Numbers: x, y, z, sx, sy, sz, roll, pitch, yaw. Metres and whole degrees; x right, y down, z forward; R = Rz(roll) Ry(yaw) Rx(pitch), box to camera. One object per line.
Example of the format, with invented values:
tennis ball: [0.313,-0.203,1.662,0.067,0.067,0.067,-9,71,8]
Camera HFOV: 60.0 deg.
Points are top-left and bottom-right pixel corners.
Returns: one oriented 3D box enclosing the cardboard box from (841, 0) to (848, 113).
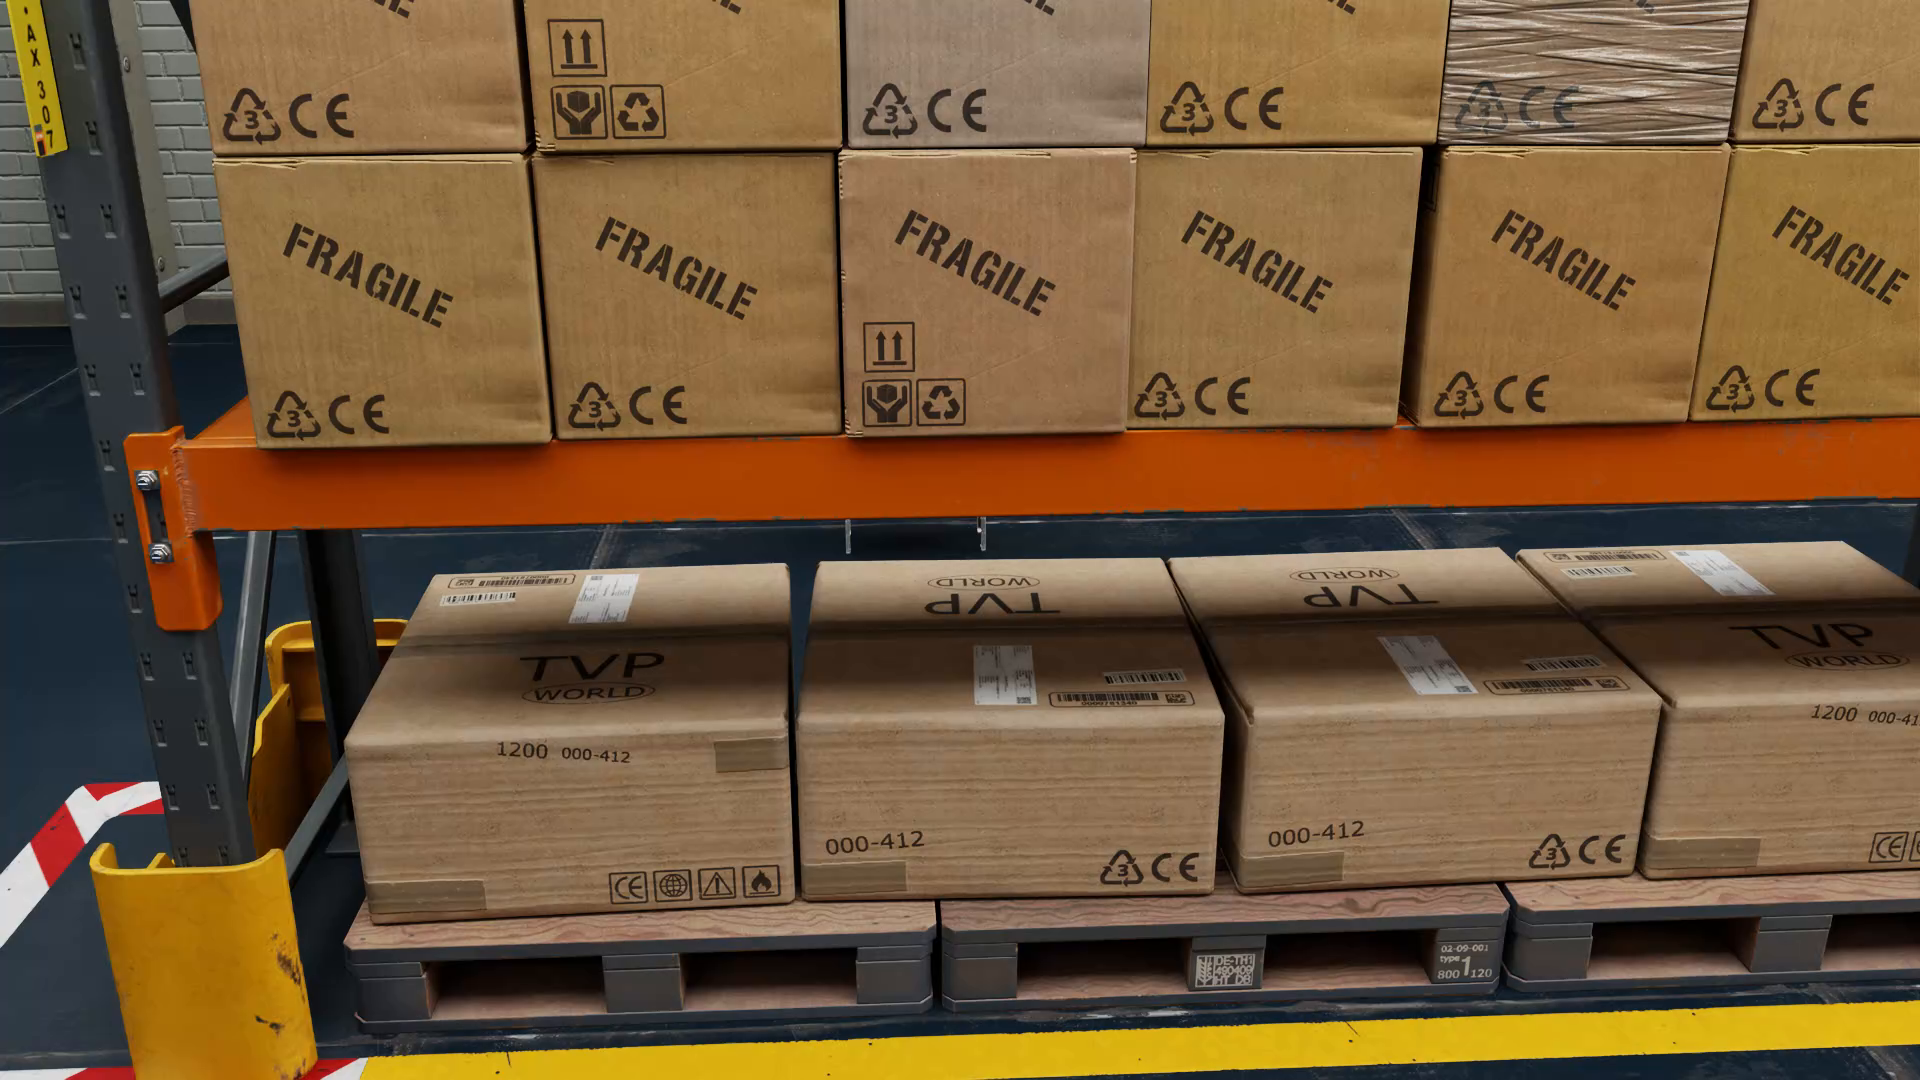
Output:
cardboard box: [0.006,-1.164,3.417,0.500,0.500,0.500,-1,21,-3]

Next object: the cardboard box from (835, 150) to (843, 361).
cardboard box: [-0.508,-0.681,3.554,0.500,0.500,0.500,-2,21,-4]

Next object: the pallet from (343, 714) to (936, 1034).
pallet: [-0.682,0.734,3.898,1.213,0.211,1.003,-1,21,-3]

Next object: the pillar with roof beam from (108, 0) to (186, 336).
pillar with roof beam: [-4.261,-3.829,3.530,0.400,9.000,9.100,-1,21,-3]

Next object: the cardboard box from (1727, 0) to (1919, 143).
cardboard box: [1.555,-1.006,3.001,0.500,0.500,0.500,-1,21,-4]

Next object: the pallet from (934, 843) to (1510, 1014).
pallet: [0.533,0.710,3.960,1.213,0.211,1.003,-1,21,-3]

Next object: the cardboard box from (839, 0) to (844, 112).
cardboard box: [-0.488,-1.155,3.393,0.500,0.500,0.500,-1,21,-3]

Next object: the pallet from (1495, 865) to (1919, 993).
pallet: [1.754,0.684,4.028,1.213,0.211,1.003,-1,21,-3]

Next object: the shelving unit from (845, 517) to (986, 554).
shelving unit: [-0.165,-0.557,5.899,0.503,1.200,0.258,-1,21,-3]

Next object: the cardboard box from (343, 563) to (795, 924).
cardboard box: [-0.823,0.427,3.796,0.875,0.438,0.875,-2,21,-5]

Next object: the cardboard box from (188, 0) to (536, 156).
cardboard box: [-0.980,-0.948,2.850,0.500,0.500,0.500,-2,21,-4]

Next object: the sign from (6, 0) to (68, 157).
sign: [-1.450,-0.770,2.600,0.005,0.325,0.100,-1,21,-3]

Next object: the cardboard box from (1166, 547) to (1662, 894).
cardboard box: [0.991,0.387,3.899,0.875,0.438,0.875,-2,21,-5]

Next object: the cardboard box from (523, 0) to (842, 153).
cardboard box: [-0.465,-0.961,2.884,0.500,0.500,0.500,-2,21,-5]

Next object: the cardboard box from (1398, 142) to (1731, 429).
cardboard box: [1.055,-0.526,3.145,0.500,0.500,0.500,-1,21,-4]

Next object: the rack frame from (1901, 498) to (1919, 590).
rack frame: [2.518,-0.607,3.499,0.127,3.000,1.000,-1,21,-3]

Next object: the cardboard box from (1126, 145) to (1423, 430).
cardboard box: [0.531,-0.520,3.131,0.500,0.500,0.500,0,21,-1]

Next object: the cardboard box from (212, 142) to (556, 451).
cardboard box: [-0.980,-0.480,3.026,0.500,0.500,0.500,-1,21,-3]

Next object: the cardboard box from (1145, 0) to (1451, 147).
cardboard box: [0.546,-0.985,2.946,0.500,0.500,0.500,-1,21,-3]

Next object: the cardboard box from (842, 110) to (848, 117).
cardboard box: [0.005,-0.695,3.590,0.500,0.500,0.500,-1,21,-1]

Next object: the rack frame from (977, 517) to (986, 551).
rack frame: [0.078,-0.562,5.912,0.015,1.200,0.240,-1,21,-3]

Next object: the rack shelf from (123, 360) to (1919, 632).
rack shelf: [0.521,-0.230,3.521,4.000,0.370,1.077,-1,21,-3]

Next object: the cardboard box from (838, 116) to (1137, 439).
cardboard box: [0.032,-0.504,3.089,0.500,0.500,0.500,-1,21,-3]

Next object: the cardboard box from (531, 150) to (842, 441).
cardboard box: [-0.477,-0.500,3.079,0.500,0.500,0.500,-1,21,-4]

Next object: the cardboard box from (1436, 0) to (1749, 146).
cardboard box: [1.048,-0.992,2.965,0.500,0.500,0.500,-1,21,-2]

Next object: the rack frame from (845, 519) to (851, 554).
rack frame: [-0.409,-0.552,5.886,0.015,1.200,0.240,-1,21,-3]

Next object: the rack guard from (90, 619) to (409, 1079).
rack guard: [-1.500,0.643,3.729,0.348,0.500,1.175,-1,21,-3]

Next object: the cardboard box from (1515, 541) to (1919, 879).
cardboard box: [1.885,0.369,3.947,0.875,0.438,0.875,-1,21,-4]

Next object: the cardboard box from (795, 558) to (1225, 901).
cardboard box: [0.090,0.405,3.852,0.875,0.438,0.875,-1,21,-2]

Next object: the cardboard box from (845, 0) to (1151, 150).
cardboard box: [0.048,-0.974,2.919,0.500,0.500,0.500,-1,21,-3]

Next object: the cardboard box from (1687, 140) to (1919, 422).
cardboard box: [1.556,-0.541,3.186,0.500,0.500,0.500,-2,21,-4]

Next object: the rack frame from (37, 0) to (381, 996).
rack frame: [-1.476,-0.526,3.286,0.127,3.000,1.000,-1,21,-3]
